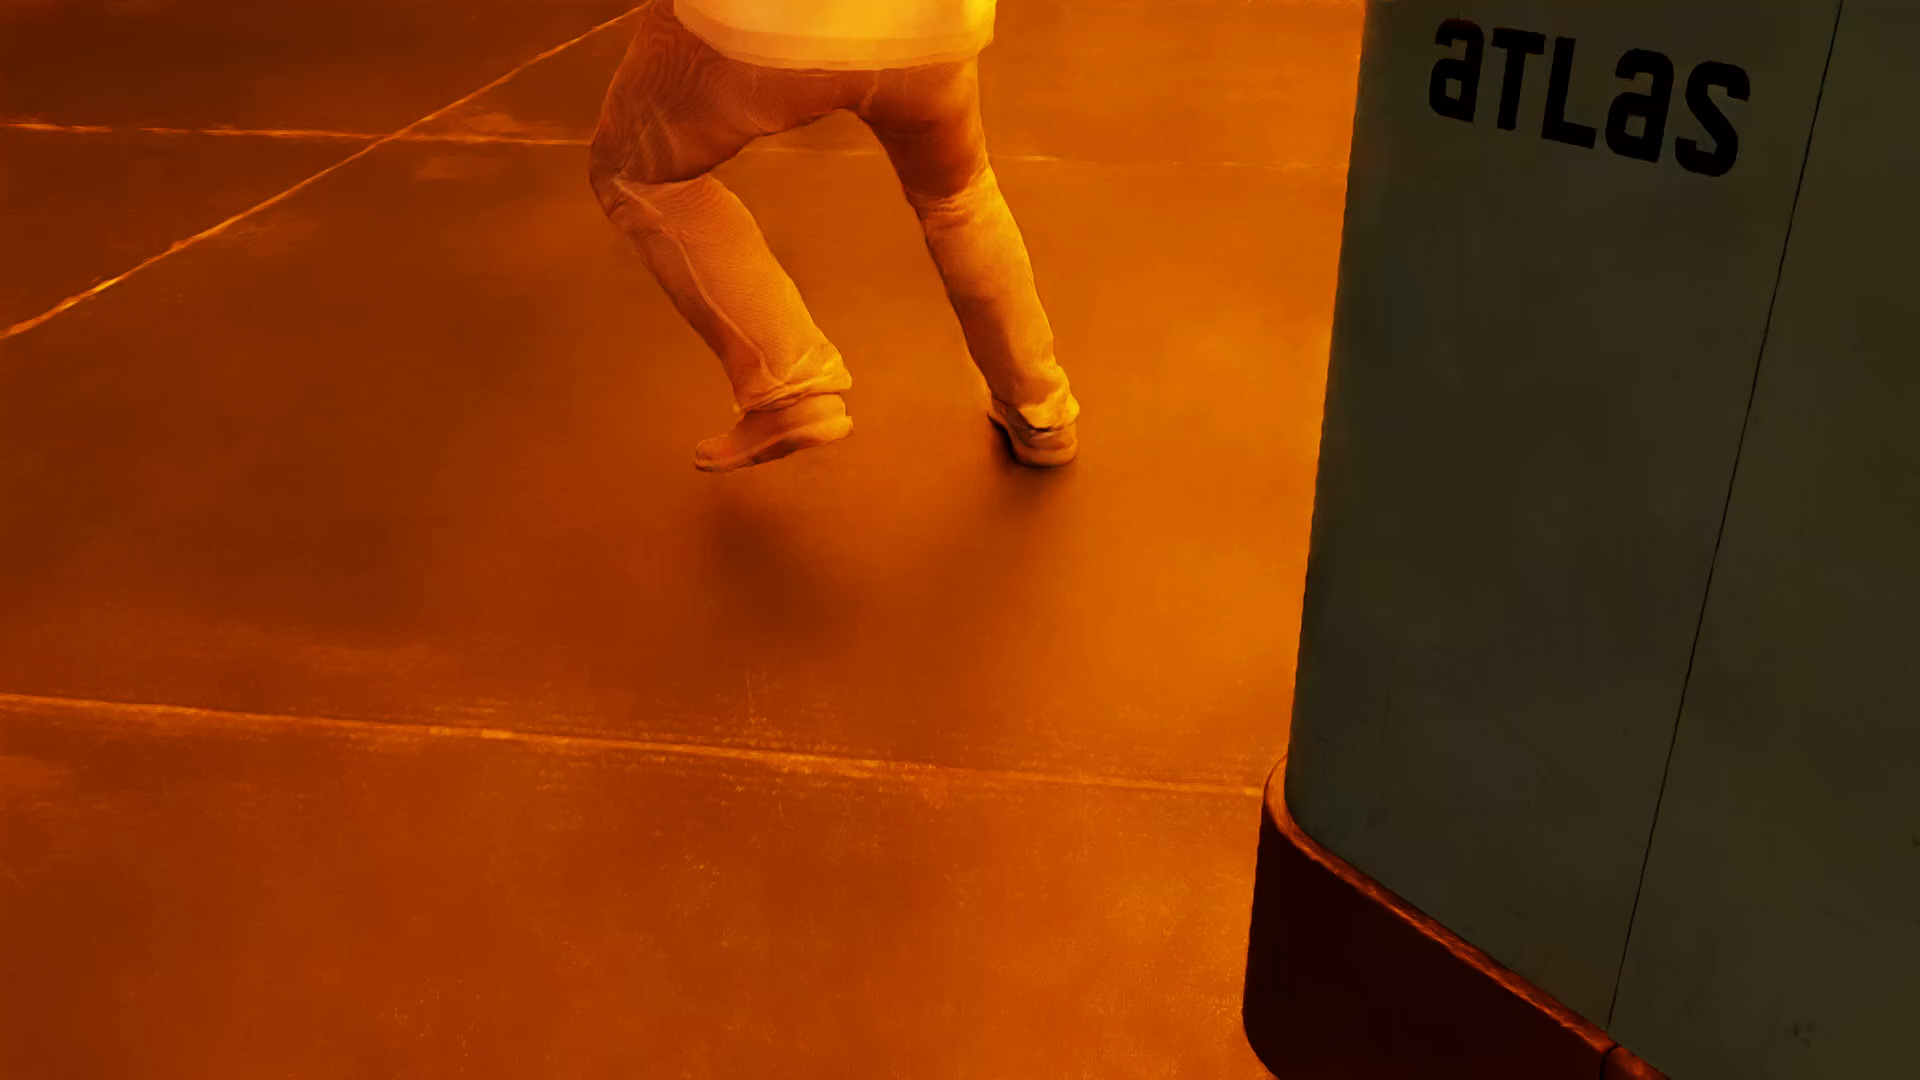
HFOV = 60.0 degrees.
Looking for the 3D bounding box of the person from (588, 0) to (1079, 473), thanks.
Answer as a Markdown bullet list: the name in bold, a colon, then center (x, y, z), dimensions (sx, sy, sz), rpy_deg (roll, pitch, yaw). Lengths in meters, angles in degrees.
- **person**: center (-0.171, -0.806, 2.323), dimensions (0.929, 1.611, 0.648), rpy_deg (-12, 29, -22)
